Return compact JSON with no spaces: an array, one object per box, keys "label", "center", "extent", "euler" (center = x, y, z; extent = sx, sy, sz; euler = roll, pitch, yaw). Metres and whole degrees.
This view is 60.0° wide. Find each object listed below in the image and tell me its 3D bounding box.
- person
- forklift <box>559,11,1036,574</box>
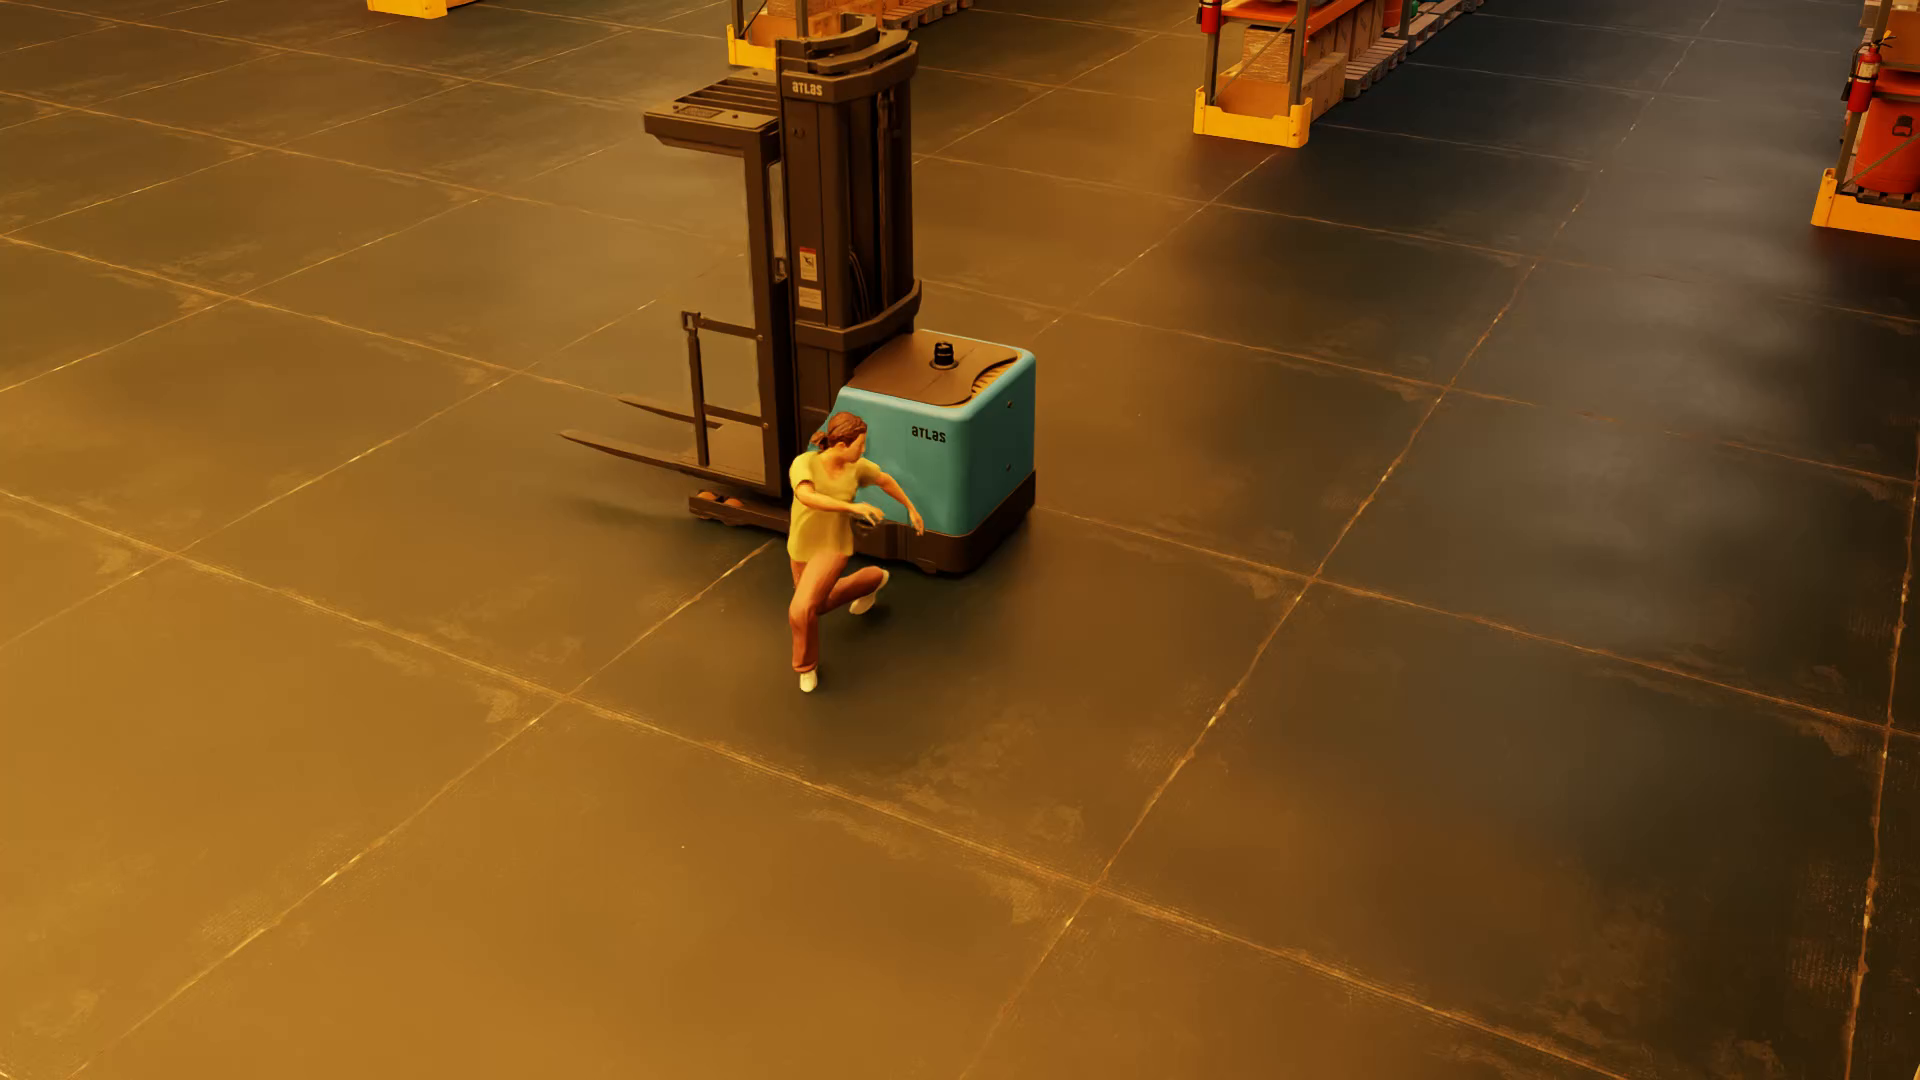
[{"label":"person","center":[-0.579,0.001,8.650],"extent":[0.652,1.448,0.943],"euler":[6,31,11]},{"label":"forklift","center":[-1.090,-1.573,9.796],"extent":[3.031,2.935,1.130],"euler":[14,33,23]}]
